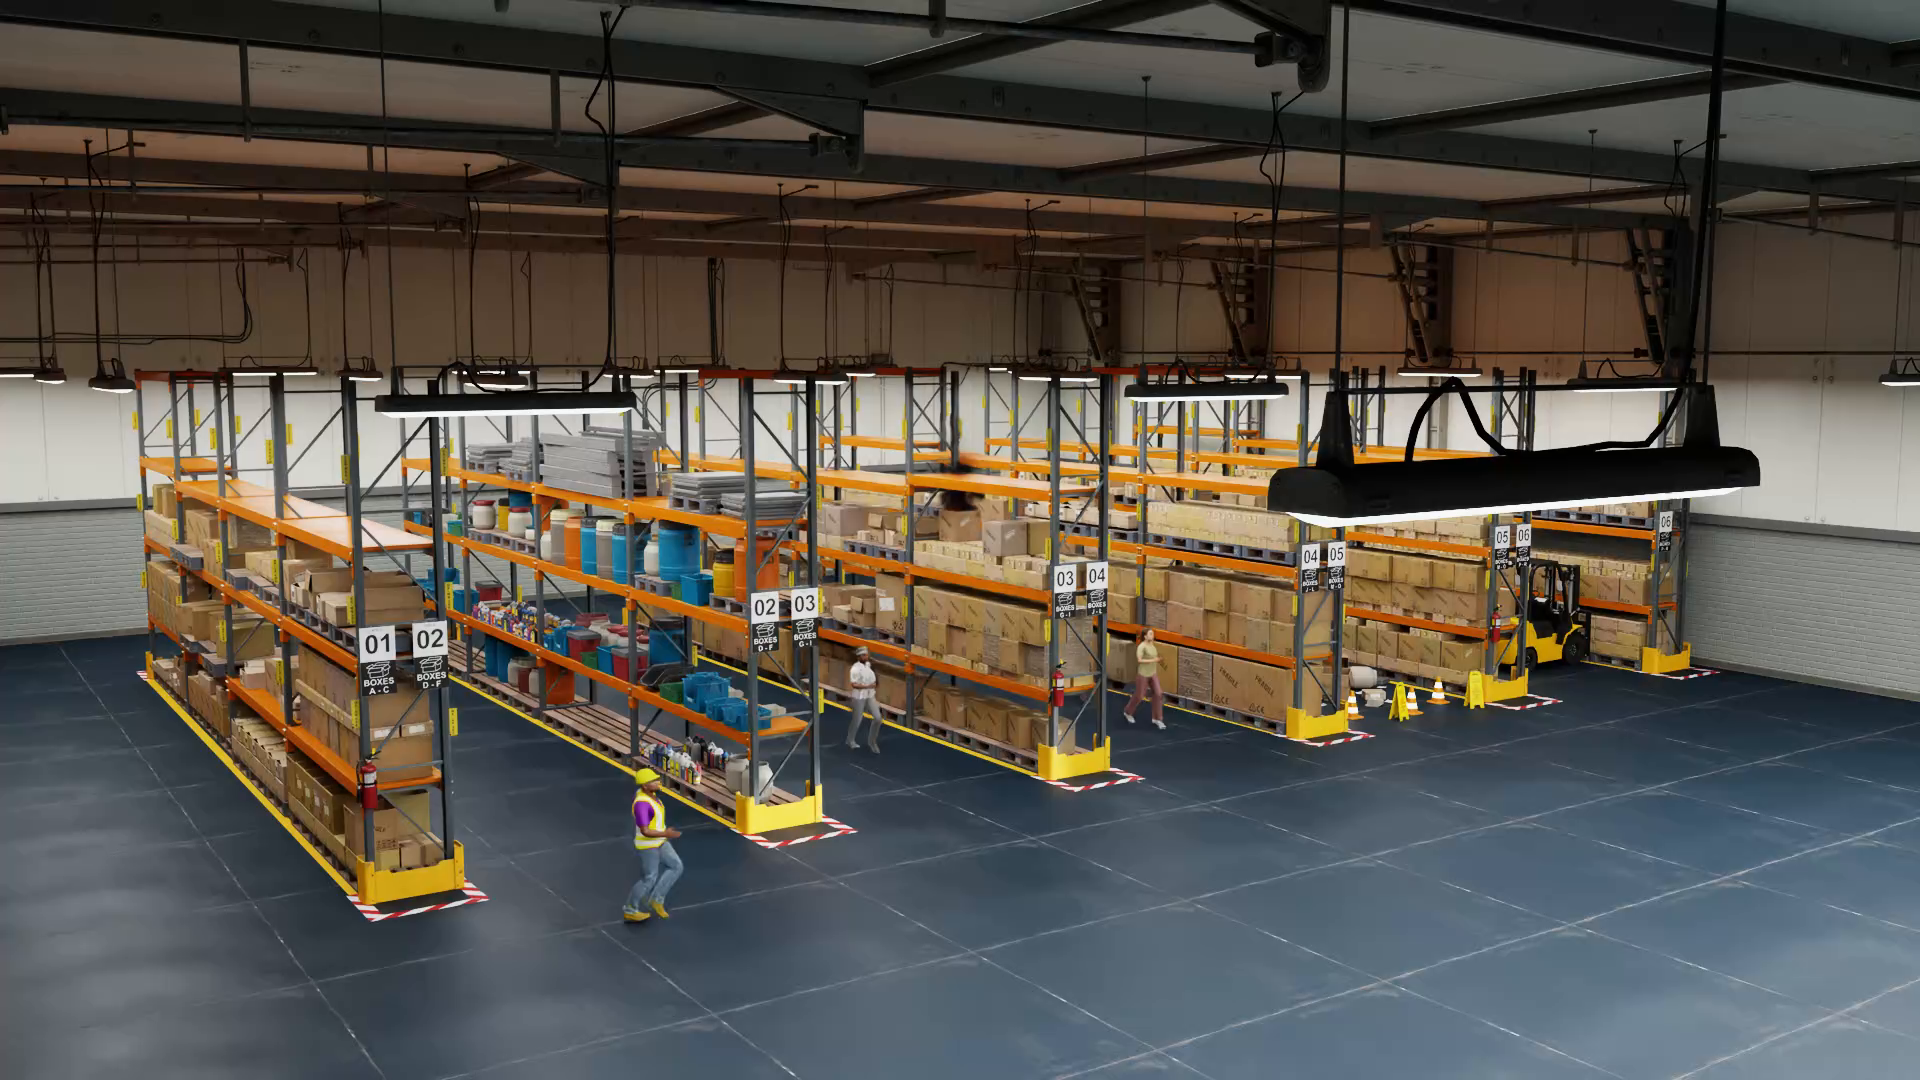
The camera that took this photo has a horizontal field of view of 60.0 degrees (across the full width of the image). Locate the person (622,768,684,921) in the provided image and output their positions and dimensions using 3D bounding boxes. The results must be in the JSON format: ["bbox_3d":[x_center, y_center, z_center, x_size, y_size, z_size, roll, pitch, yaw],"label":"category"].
[{"bbox_3d":[-3.423,3.390,18.517,0.688,1.758,0.710,0,6,1],"label":"person"}]

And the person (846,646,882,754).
[{"bbox_3d":[-1.523,2.527,26.311,0.564,1.745,0.720,-6,9,-42],"label":"person"}]

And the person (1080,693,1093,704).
[{"bbox_3d":[2.082,2.107,30.198,0.587,1.655,0.902,-5,8,-39],"label":"person"}]

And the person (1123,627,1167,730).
[{"bbox_3d":[3.118,2.316,28.111,0.831,1.721,0.576,6,9,43],"label":"person"}]
